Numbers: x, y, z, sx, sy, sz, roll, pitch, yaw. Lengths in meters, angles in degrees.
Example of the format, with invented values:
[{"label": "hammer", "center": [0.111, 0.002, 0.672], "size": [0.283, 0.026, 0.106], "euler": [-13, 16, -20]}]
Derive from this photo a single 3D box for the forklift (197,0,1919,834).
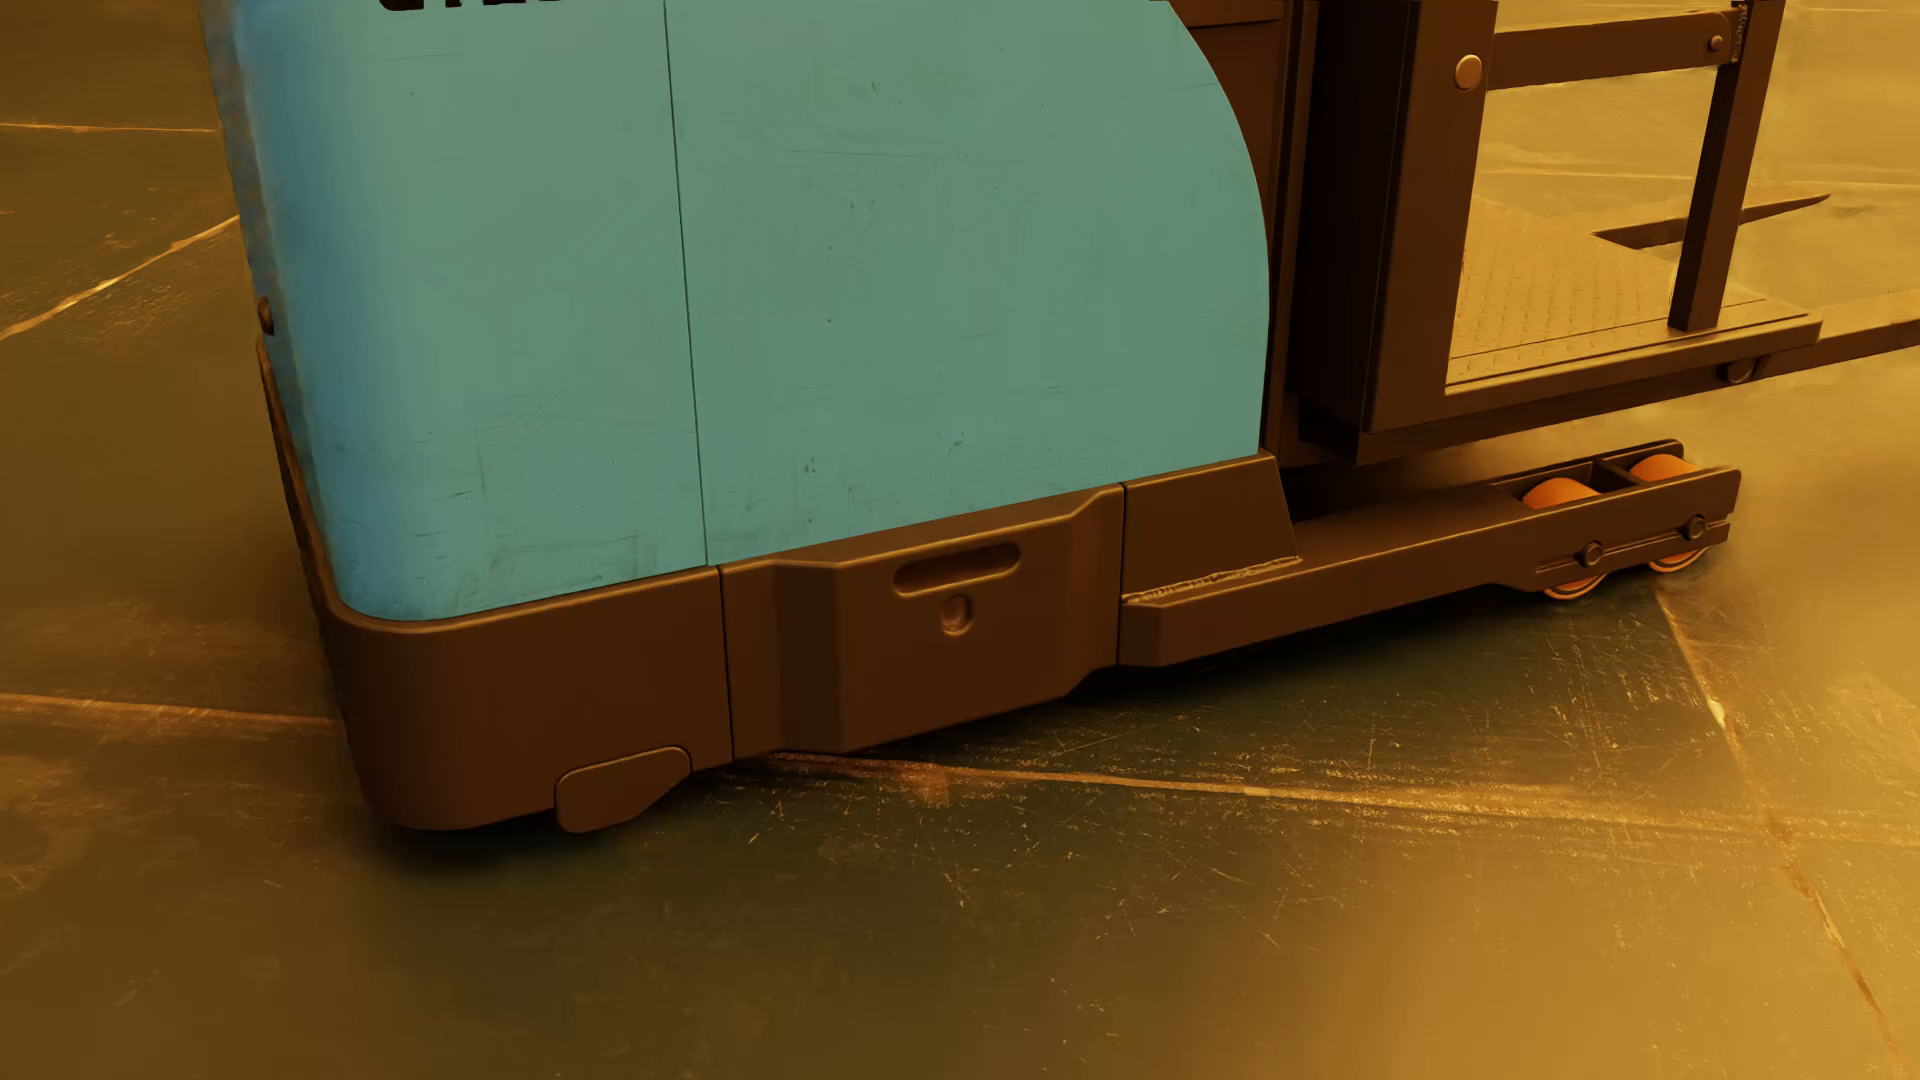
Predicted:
[{"label": "forklift", "center": [0.551, -1.429, 2.081], "size": [3.031, 2.935, 1.130], "euler": [-12, 29, -23]}]
